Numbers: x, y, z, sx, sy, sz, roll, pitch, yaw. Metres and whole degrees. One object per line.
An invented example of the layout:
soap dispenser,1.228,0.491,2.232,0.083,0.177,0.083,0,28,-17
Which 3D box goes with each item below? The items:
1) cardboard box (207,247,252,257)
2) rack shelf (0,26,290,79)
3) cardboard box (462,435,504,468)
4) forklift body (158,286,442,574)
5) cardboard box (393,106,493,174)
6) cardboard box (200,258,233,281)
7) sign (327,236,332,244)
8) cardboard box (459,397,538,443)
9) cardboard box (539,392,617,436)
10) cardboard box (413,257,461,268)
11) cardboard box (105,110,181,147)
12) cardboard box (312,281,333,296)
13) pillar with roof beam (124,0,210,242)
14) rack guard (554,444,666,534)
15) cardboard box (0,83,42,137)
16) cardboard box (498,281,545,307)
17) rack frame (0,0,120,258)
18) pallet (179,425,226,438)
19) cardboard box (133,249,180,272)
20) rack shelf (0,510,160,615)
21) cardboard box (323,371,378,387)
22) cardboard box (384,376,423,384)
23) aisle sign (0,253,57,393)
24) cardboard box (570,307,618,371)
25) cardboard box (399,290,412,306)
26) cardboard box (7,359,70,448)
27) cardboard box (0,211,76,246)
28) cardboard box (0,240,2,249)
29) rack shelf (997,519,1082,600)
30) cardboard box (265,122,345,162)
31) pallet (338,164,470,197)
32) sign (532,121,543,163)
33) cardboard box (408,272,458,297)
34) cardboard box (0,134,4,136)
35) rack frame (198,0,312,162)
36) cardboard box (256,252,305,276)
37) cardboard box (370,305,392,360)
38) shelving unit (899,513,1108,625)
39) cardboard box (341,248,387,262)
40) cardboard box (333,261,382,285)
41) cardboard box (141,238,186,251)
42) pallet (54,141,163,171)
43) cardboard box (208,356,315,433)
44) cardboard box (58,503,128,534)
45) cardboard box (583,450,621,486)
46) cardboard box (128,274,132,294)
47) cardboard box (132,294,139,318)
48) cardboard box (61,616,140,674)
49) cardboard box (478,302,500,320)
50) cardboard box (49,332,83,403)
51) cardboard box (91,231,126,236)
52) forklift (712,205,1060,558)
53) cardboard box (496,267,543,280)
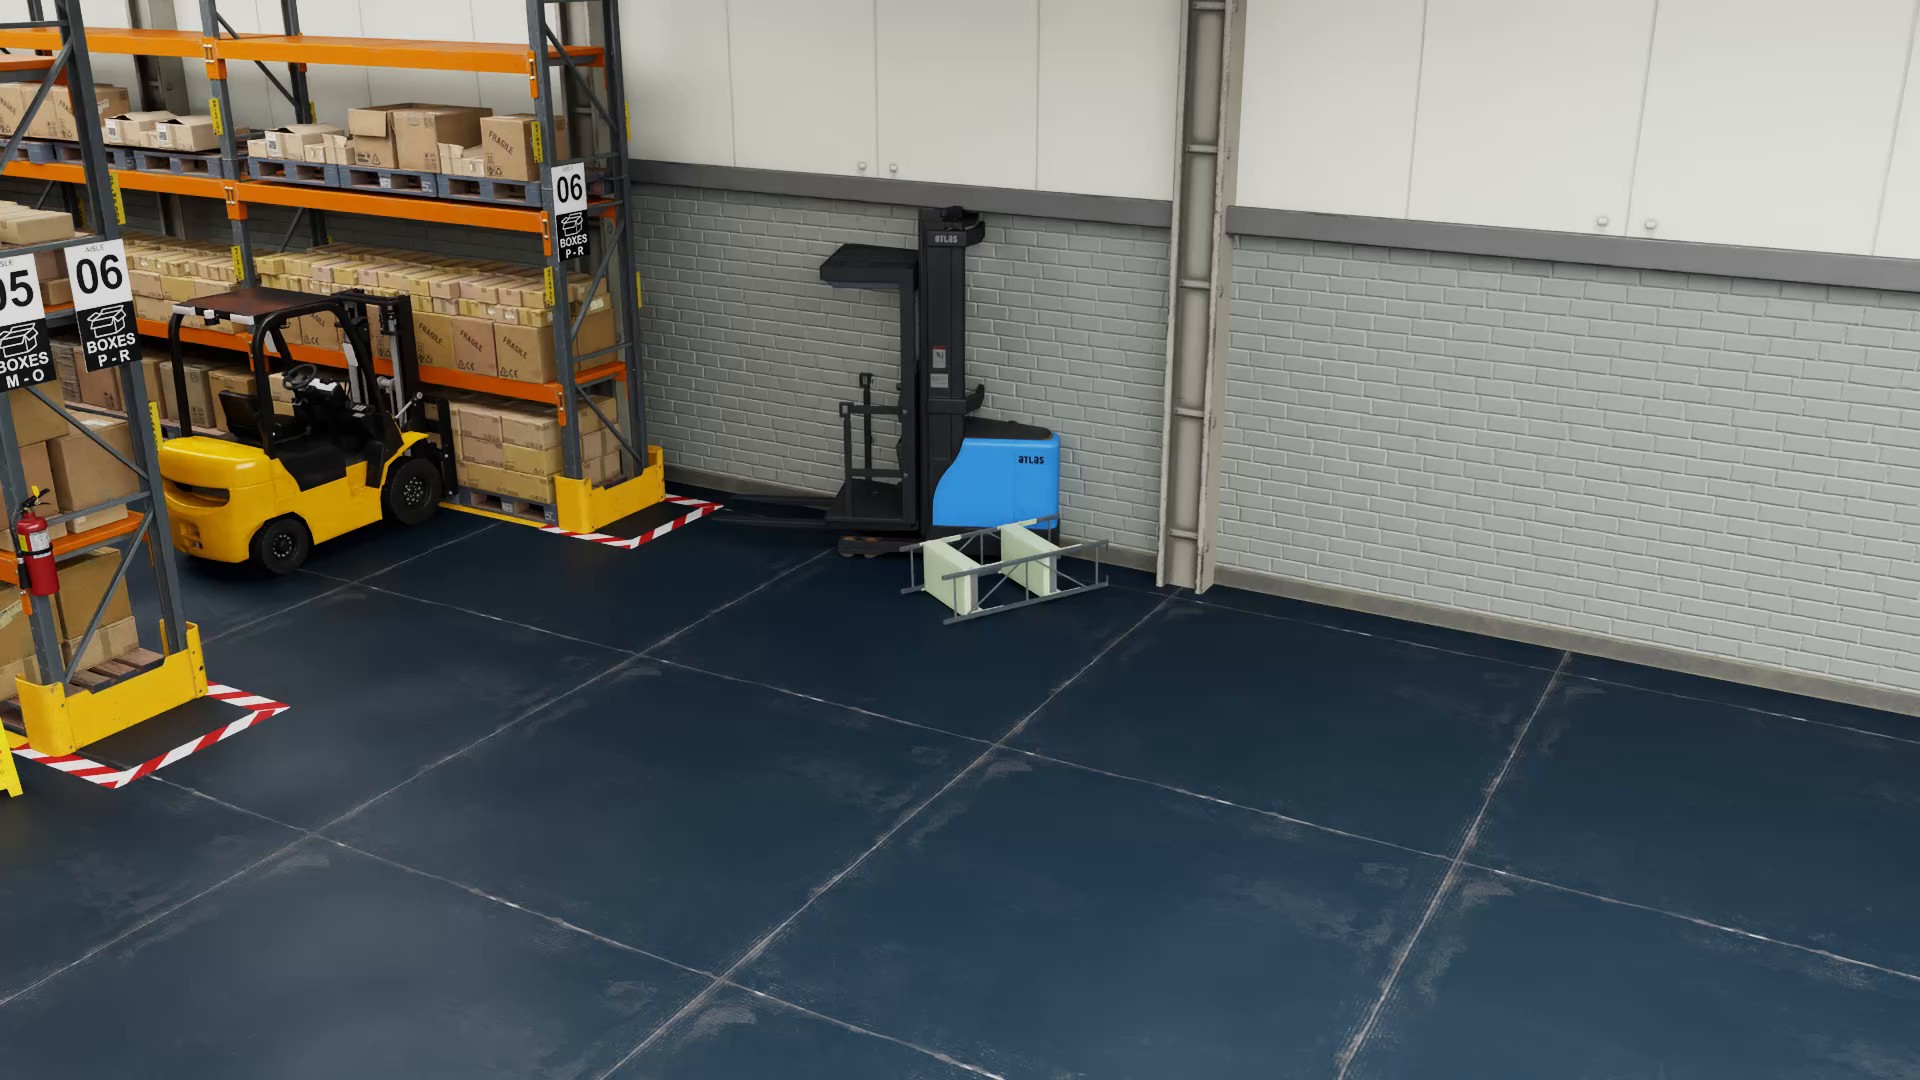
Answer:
cardboard box,-7.572,-2.941,17.273,0.250,0.149,0.380,11,22,27
rack shelf,-8.456,-4.955,16.767,4.000,0.370,1.077,11,23,27
cardboard box,-4.228,-0.877,15.365,0.500,0.250,0.500,11,22,27
forklift body,-5.763,-1.036,14.365,1.214,2.155,2.313,11,23,27
cardboard box,-4.569,-3.566,14.785,0.500,0.500,0.700,11,23,28
cardboard box,-7.351,-2.708,16.632,0.250,0.149,0.380,10,22,27
sign,-6.441,-2.938,16.977,0.005,0.325,0.100,11,23,27
cardboard box,-4.221,-1.105,15.259,0.500,0.250,0.500,11,23,28
cardboard box,-3.545,-1.174,15.451,0.500,0.250,0.500,10,22,26
cardboard box,-4.976,-2.583,15.850,0.250,0.149,0.380,12,23,29
cardboard box,-8.131,-4.116,16.581,0.500,0.311,0.500,10,22,25
cardboard box,-5.913,-2.408,15.804,0.250,0.149,0.380,11,23,28
pillar with roof beam,-10.724,-4.583,14.102,0.400,9.000,9.100,11,23,27
rack guard,-3.197,-0.484,15.263,0.348,0.500,1.175,11,23,27
cardboard box,-9.689,-4.502,17.366,0.500,0.500,0.500,11,23,28
cardboard box,-3.864,-2.183,14.749,0.250,0.149,0.380,11,23,27
rack frame,-5.636,-3.005,9.750,0.127,3.000,1.000,11,23,27
pallet,-7.372,-1.128,17.463,1.213,0.211,1.003,11,23,27
cardboard box,-8.247,-2.874,17.090,0.250,0.149,0.380,11,23,28
rack shelf,-7.382,-0.179,11.812,4.000,0.370,1.077,11,23,27
cardboard box,-5.999,-1.441,16.187,0.500,0.250,0.500,11,23,27
cardboard box,-5.302,-1.511,16.379,0.500,0.250,0.500,11,23,28
aisle sign,-5.723,-1.310,10.063,0.004,0.787,0.394,11,23,27
cardboard box,-3.515,-1.875,15.286,0.500,0.500,0.500,12,23,29
cardboard box,-4.963,-2.263,15.406,0.250,0.149,0.380,11,22,27
cardboard box,-6.188,-0.861,10.589,0.500,0.500,0.700,10,22,26
cardboard box,-5.846,-1.971,10.498,0.250,0.149,0.380,11,22,27
cardboard box,-6.075,-1.820,10.081,0.250,0.149,0.380,11,23,28
rack shelf,0.643,0.154,13.526,0.370,0.431,0.720,-12,23,-26
cardboard box,-6.103,-3.730,15.516,0.500,0.311,0.500,11,23,28
pallet,-4.892,-3.359,15.255,1.213,0.211,1.003,11,23,27
sign,-3.495,-3.293,13.760,0.005,0.325,0.100,11,23,27
cardboard box,-4.797,-2.334,15.164,0.250,0.149,0.380,11,23,28
cardboard box,-10.769,-4.346,18.066,0.500,0.250,0.500,10,22,26
rack frame,-6.710,-5.148,15.659,0.127,3.000,1.000,11,23,27
cardboard box,-6.577,-2.679,16.114,0.250,0.149,0.380,11,23,28
cardboard box,-5.116,-1.968,15.543,0.500,0.500,0.500,11,23,28
shelving unit,0.356,0.215,13.384,1.500,0.431,0.755,-12,23,-26
cardboard box,-5.848,-2.763,16.346,0.250,0.149,0.380,11,22,27
cardboard box,-5.663,-2.514,15.659,0.250,0.149,0.380,10,22,26
cardboard box,-8.470,-3.102,17.717,0.250,0.149,0.380,12,23,29
pallet,-8.589,-4.043,17.288,1.213,0.211,1.003,12,23,30
cardboard box,-7.171,-1.493,17.245,0.625,0.625,0.875,12,23,30
cardboard box,-5.831,-0.185,11.141,0.250,0.149,0.380,11,23,28
cardboard box,-3.552,-0.708,15.631,0.500,0.250,0.500,11,23,28
cardboard box,-8.591,-2.758,17.353,0.500,0.250,0.500,11,23,28
cardboard box,-8.592,-2.521,17.433,0.500,0.250,0.500,12,23,29
cardboard box,-6.205,0.694,11.767,0.500,0.250,0.500,11,22,27
cardboard box,-4.092,-2.084,14.911,0.250,0.149,0.380,11,23,28
cardboard box,-9.664,-1.967,18.552,0.625,0.625,0.875,12,23,29
cardboard box,-9.340,-3.280,18.208,0.250,0.149,0.380,11,23,27
forklift,-0.623,-1.402,14.231,3.031,2.935,1.130,2,20,6
cardboard box,-4.065,-2.413,15.382,0.250,0.149,0.380,11,23,28
